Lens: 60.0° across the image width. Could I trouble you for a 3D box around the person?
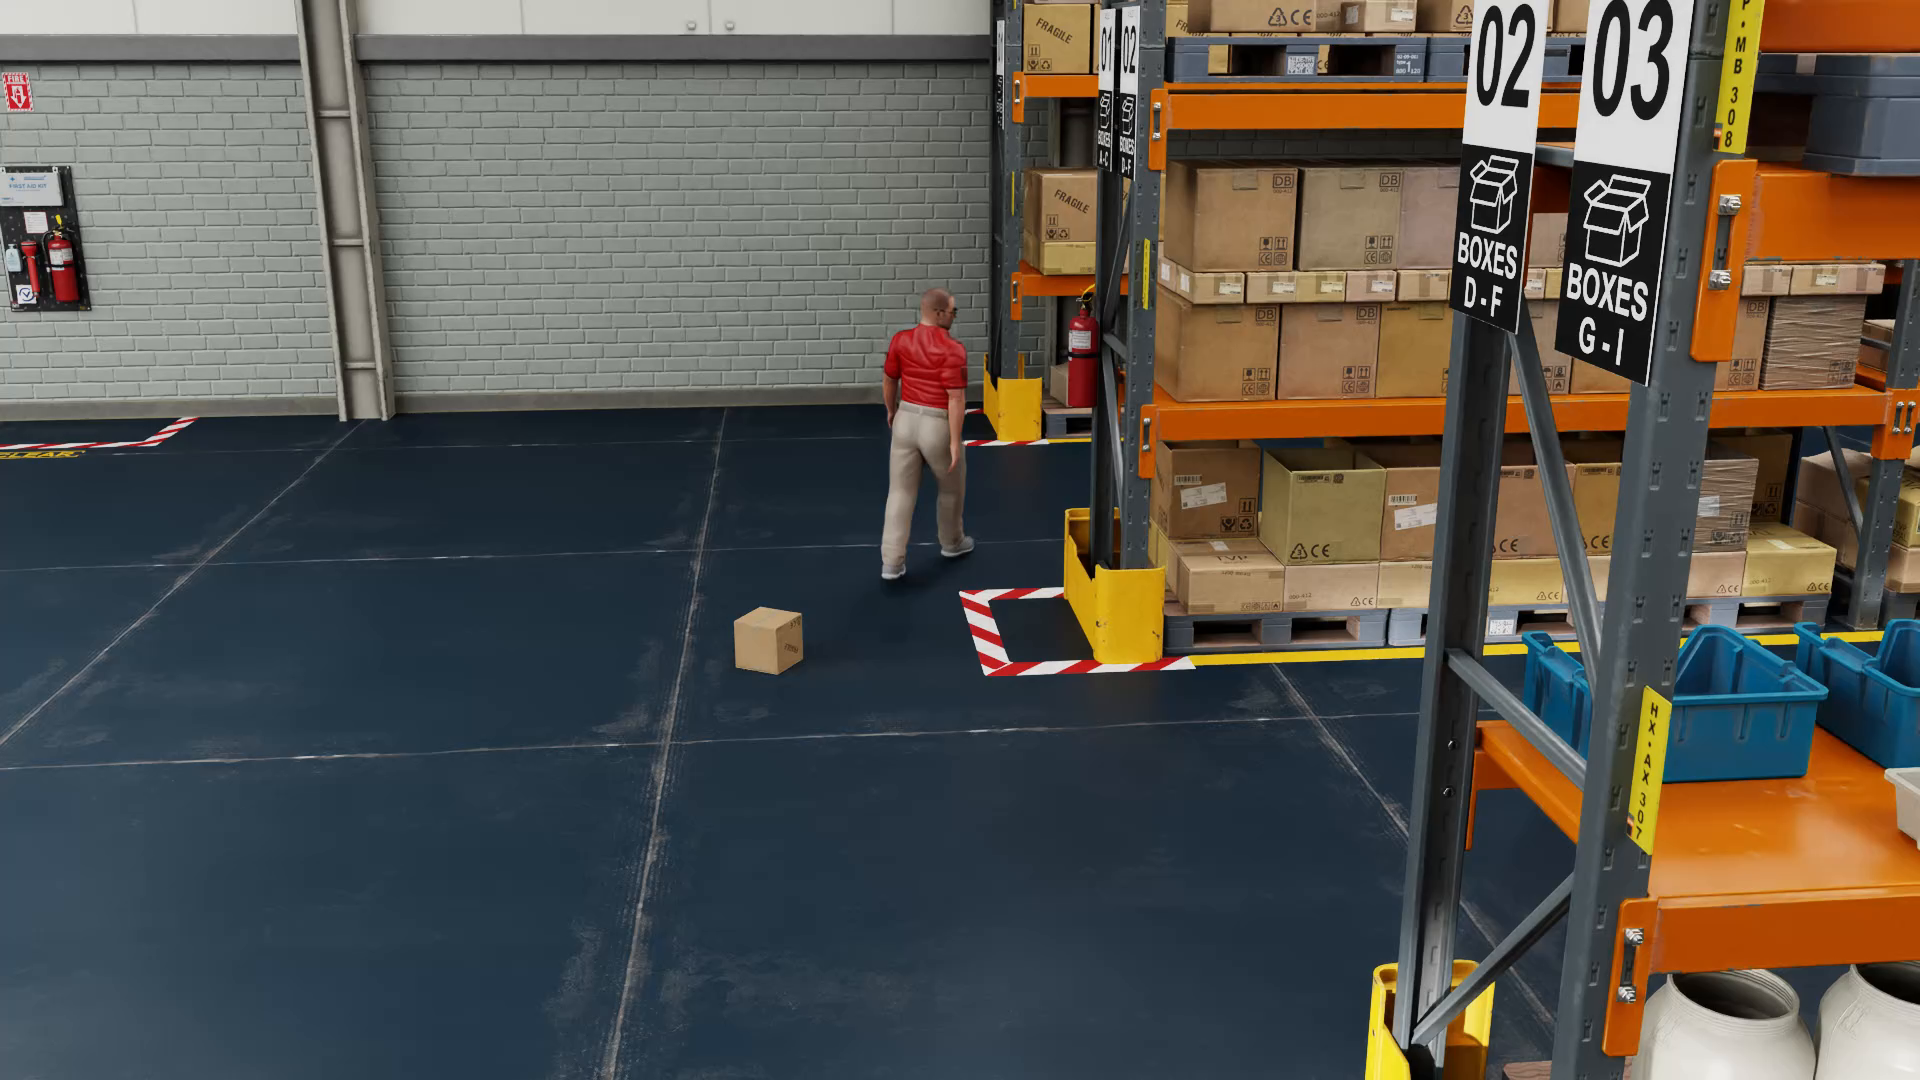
[{"bbox_3d":[-0.198,-0.650,9.736,0.646,1.680,0.980,7,18,21],"label":"person"}]
